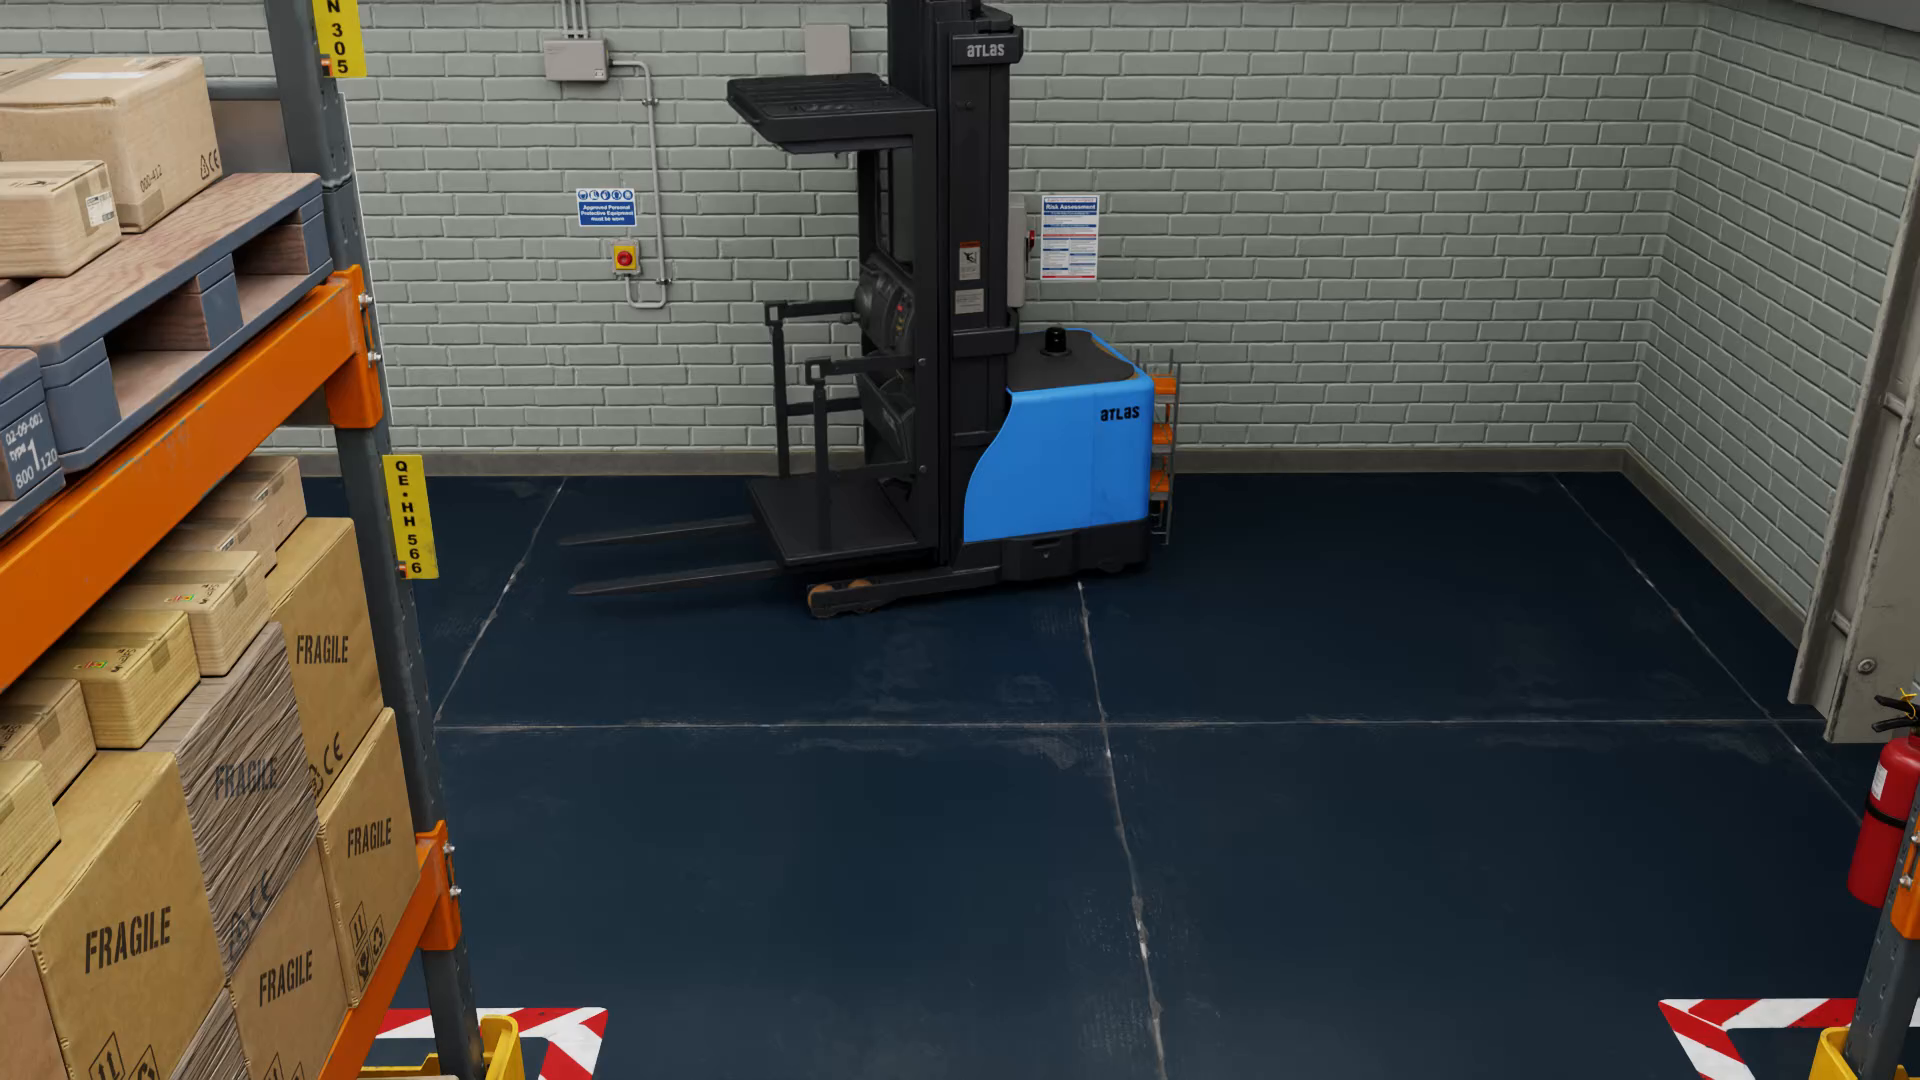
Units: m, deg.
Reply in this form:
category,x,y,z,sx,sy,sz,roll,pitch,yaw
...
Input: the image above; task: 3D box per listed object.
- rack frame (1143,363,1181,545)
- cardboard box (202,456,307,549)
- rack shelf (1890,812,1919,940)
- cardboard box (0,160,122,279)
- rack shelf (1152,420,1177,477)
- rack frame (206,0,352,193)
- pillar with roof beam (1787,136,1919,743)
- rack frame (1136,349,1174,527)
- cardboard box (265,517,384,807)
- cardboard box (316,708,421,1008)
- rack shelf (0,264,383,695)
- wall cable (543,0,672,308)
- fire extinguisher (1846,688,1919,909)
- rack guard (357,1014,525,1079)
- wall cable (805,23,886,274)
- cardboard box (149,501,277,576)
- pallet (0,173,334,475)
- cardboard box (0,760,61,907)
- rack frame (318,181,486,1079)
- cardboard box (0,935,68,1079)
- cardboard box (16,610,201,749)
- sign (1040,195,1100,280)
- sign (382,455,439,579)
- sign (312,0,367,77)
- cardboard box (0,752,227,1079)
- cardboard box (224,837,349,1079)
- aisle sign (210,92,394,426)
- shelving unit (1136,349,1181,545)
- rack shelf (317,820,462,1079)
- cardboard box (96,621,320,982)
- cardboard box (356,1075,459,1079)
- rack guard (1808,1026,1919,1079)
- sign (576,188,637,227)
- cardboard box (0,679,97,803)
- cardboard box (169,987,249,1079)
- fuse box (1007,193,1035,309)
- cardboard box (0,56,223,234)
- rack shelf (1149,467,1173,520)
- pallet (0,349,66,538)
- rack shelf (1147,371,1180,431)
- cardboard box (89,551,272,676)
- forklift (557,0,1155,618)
category,x,y,z,sx,sy,sz,roll,pitch,yaw
rack frame,1.059,-0.453,8.973,0.200,1.050,0.008,0,24,-3
cardboard box,-1.674,-0.071,3.645,0.380,0.149,0.250,0,24,0
rack shelf,3.107,1.707,2.709,1.077,0.370,4.000,0,24,-1
cardboard box,-1.699,-0.553,2.867,0.380,0.149,0.250,-2,24,-5
rack shelf,1.053,-0.493,9.089,0.215,0.259,0.240,0,24,-3
rack frame,-1.879,-2.155,3.094,1.000,3.000,0.127,0,24,-1
pillar with roof beam,-0.348,-3.274,5.570,9.100,9.000,0.400,0,24,-1
rack frame,1.048,-0.553,9.195,0.200,1.050,0.008,0,24,-3
cardboard box,-1.635,0.275,3.667,0.500,0.500,0.500,1,24,1
cardboard box,-1.609,0.731,3.873,0.500,0.500,0.500,0,24,0
rack shelf,-1.857,0.364,2.038,1.077,0.370,4.000,0,24,-1
wall cable,-1.964,-2.222,9.252,0.585,1.953,0.123,0,24,-1
fire extinguisher,2.621,0.701,4.606,0.296,0.674,0.183,0,24,-1
rack guard,-1.879,1.708,4.868,1.175,0.500,0.348,0,24,-1
wall cable,-0.545,-2.219,9.283,0.588,1.984,0.122,0,24,-1
cardboard box,-1.648,0.033,3.414,0.380,0.149,0.250,0,24,0
pallet,-1.860,-0.442,3.055,1.003,0.211,1.213,0,24,-1
cardboard box,-1.606,0.455,2.483,0.380,0.149,0.250,0,24,1
rack frame,-1.879,0.579,4.331,1.000,3.000,0.127,0,24,-1
cardboard box,-1.594,0.901,2.282,0.500,0.500,0.500,0,24,-1
cardboard box,-1.599,0.243,2.950,0.380,0.149,0.250,0,24,1
sign,0.630,-1.738,9.569,0.329,0.494,0.001,0,24,-1
sign,-1.336,-0.054,4.036,0.100,0.325,0.005,0,24,-1
sign,-1.336,-1.152,3.539,0.100,0.325,0.005,0,24,-1
cardboard box,-1.598,0.694,2.741,0.500,0.500,0.500,0,24,-1
cardboard box,-1.618,0.938,3.416,0.500,0.500,0.500,-1,24,-2
aisle sign,-1.569,-0.637,3.863,0.394,0.787,0.004,0,24,-1
shelving unit,1.053,-0.503,9.084,0.215,1.050,0.252,0,24,-3
rack shelf,-1.857,1.731,2.657,1.077,0.370,4.000,0,24,-1
cardboard box,-1.600,0.490,3.191,0.500,0.500,0.500,0,24,0
cardboard box,-1.771,1.826,4.172,0.875,0.438,0.875,-1,24,-2
rack guard,3.086,1.725,4.829,1.175,0.500,0.348,0,24,-1
sign,-2.012,-1.893,9.467,0.327,0.218,0.001,0,24,-1
cardboard box,-1.667,0.351,2.711,0.380,0.149,0.250,0,24,-1
cardboard box,-1.603,1.149,2.947,0.500,0.500,0.500,0,24,1
fuse box,0.139,-1.107,9.621,0.539,1.711,0.414,0,24,-1
cardboard box,-1.784,-0.772,3.227,0.500,0.250,0.500,-2,24,-5
rack shelf,1.050,-0.240,9.203,0.215,0.259,0.240,0,24,-3
pallet,-1.844,0.062,1.941,1.003,0.211,1.213,0,24,-1
rack shelf,1.056,-0.752,8.972,0.215,0.259,0.240,0,24,-3
cardboard box,-1.561,0.139,3.180,0.380,0.149,0.250,0,24,-1
forklift,-0.564,-1.184,8.311,3.031,2.935,1.130,-7,25,-16
